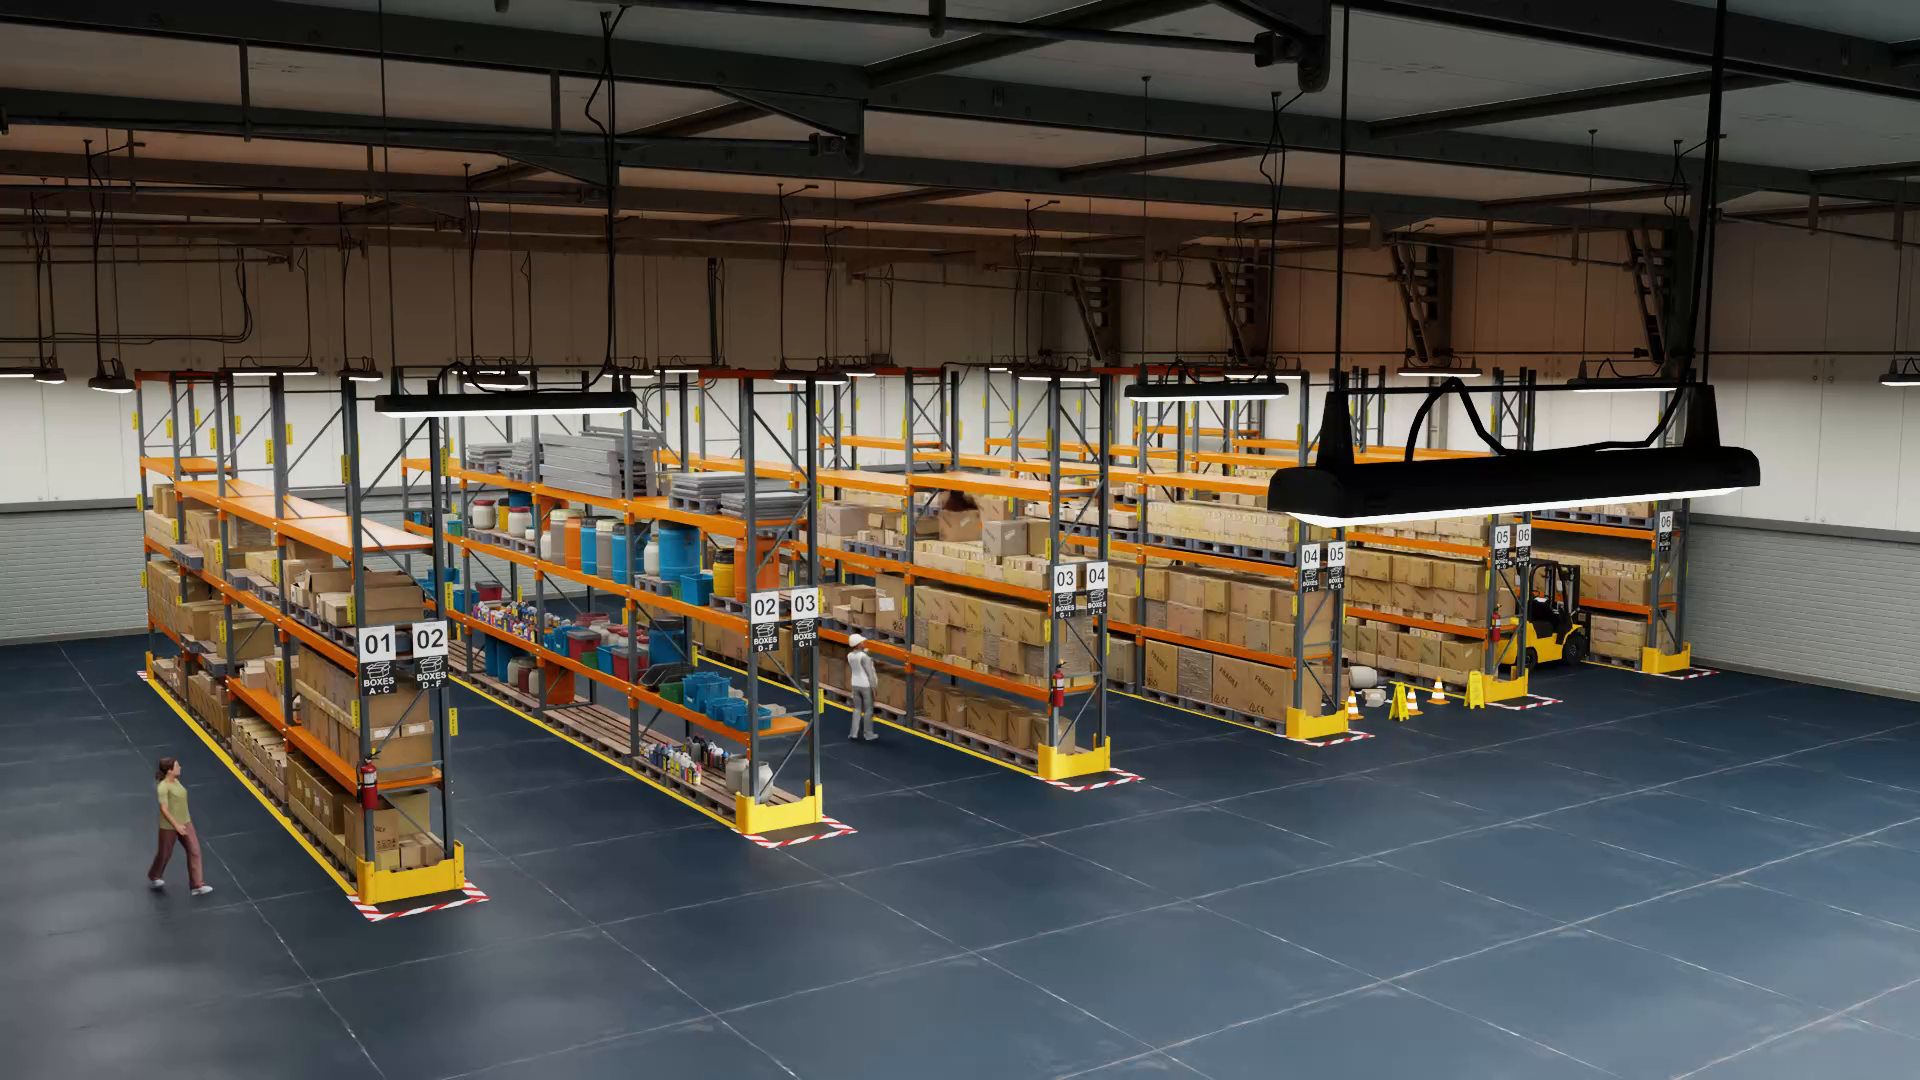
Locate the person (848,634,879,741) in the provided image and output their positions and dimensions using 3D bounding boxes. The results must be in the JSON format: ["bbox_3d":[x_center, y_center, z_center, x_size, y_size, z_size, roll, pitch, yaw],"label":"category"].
[{"bbox_3d":[-1.557,2.394,27.166,0.596,1.763,0.469,5,8,36],"label":"person"}]

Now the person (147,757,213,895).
[{"bbox_3d":[-9.192,3.336,19.439,1.010,1.625,0.418,4,8,33],"label":"person"}]
